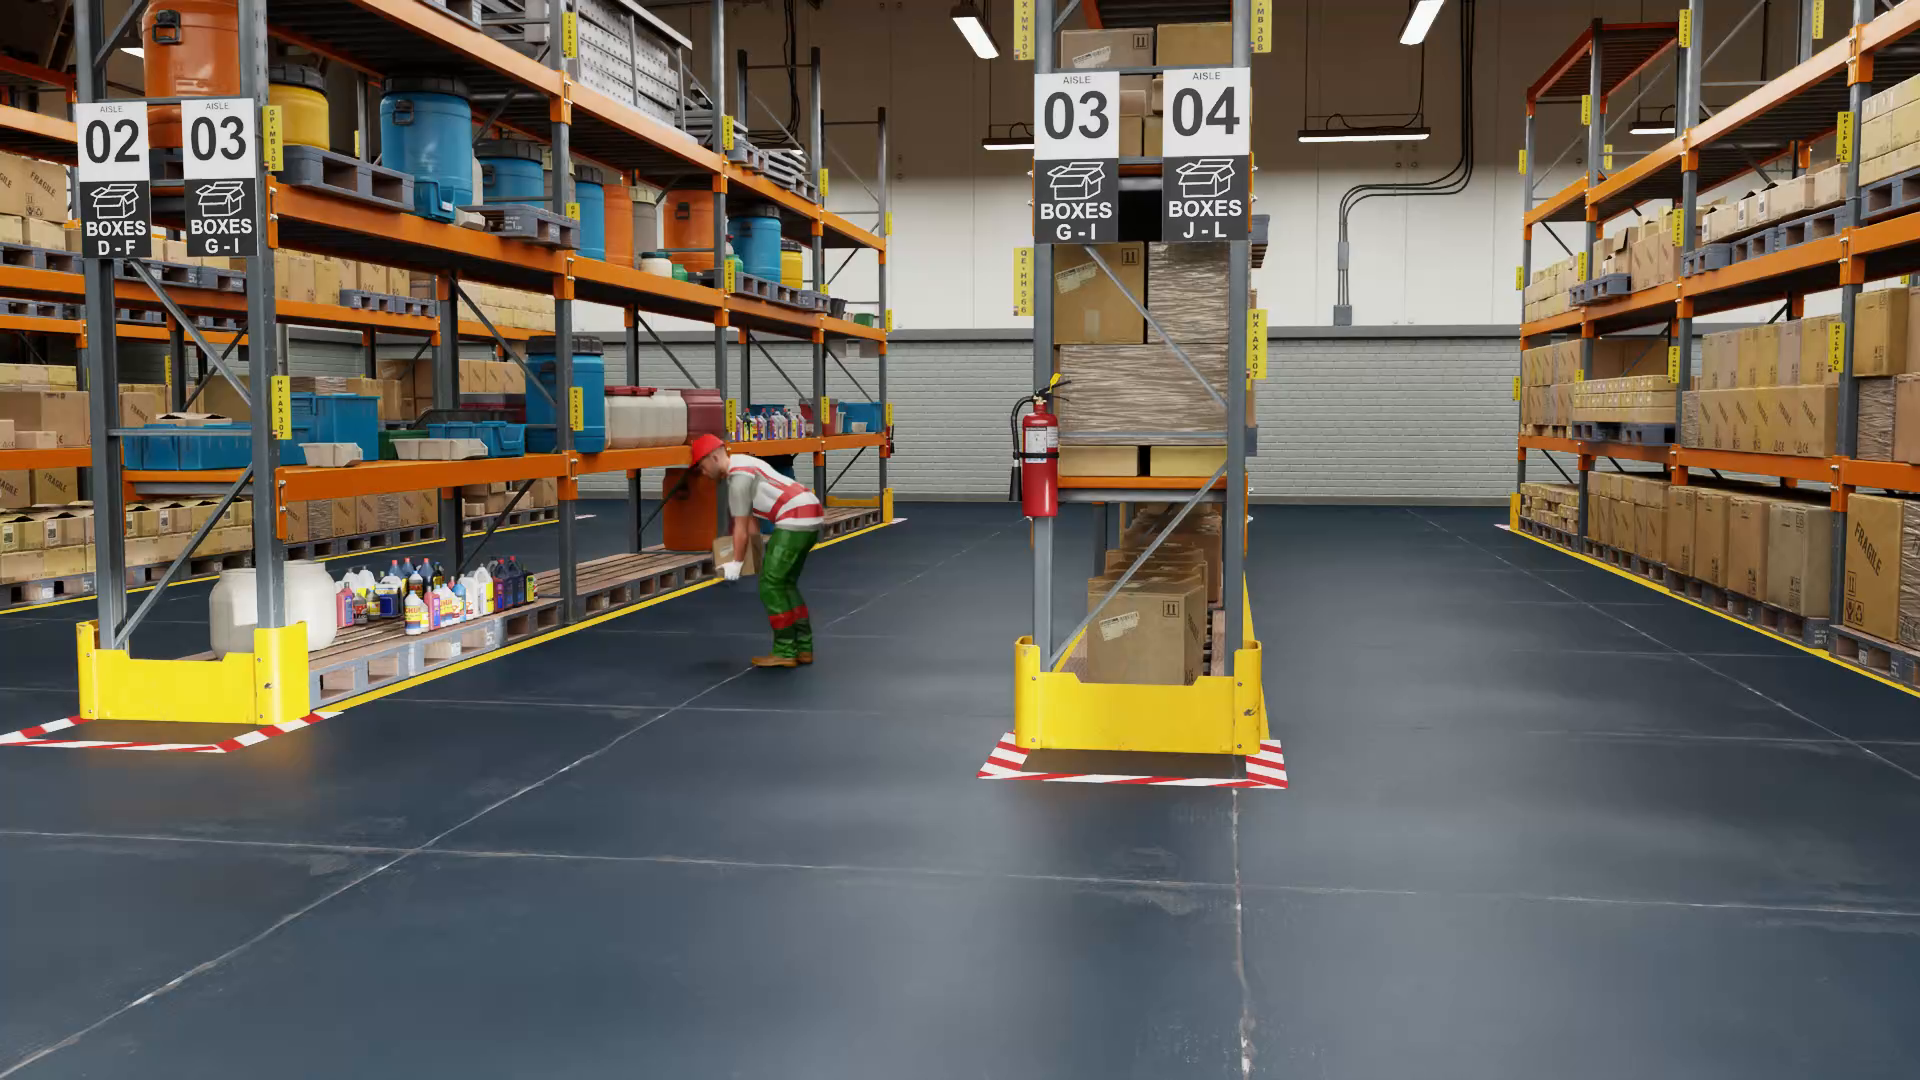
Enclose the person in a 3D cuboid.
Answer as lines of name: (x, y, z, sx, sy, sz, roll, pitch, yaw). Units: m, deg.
person: (-1.301, 0.063, 10.646, 0.858, 1.472, 0.484, 1, 4, 7)
